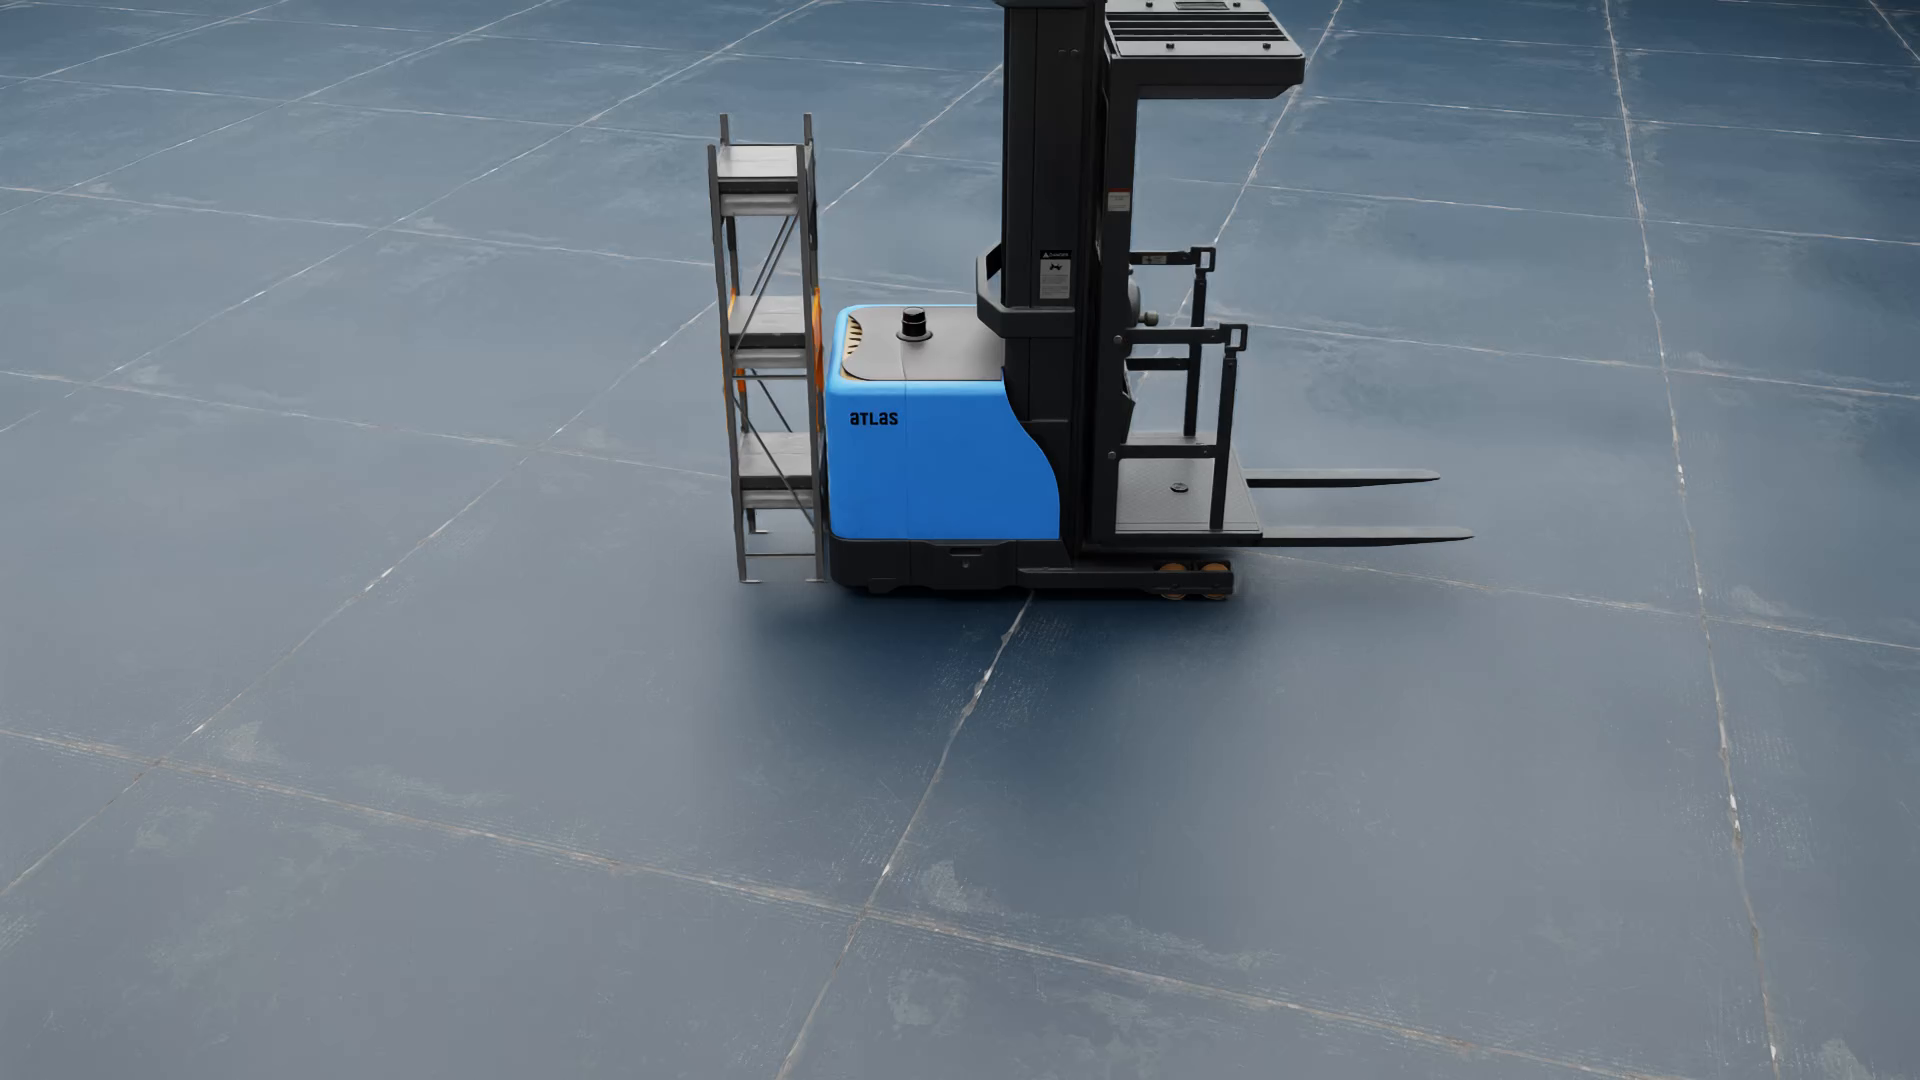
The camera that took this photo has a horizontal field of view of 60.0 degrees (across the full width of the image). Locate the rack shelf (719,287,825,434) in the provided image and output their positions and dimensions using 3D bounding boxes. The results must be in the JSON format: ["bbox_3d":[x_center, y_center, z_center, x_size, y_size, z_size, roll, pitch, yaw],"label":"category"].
[{"bbox_3d":[-0.849,-0.823,7.598,0.431,0.518,0.480,-1,29,-1],"label":"rack shelf"}]

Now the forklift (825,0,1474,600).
[{"bbox_3d":[0.905,-1.262,7.504,3.031,2.935,1.130,0,29,0],"label":"forklift"}]

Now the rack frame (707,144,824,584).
[{"bbox_3d":[-0.844,-0.717,7.379,0.400,2.100,0.015,-1,29,-1],"label":"rack frame"}]

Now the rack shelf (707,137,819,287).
[{"bbox_3d":[-0.849,-1.435,7.258,0.431,0.518,0.480,-1,29,-1],"label":"rack shelf"}]

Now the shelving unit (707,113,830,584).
[{"bbox_3d":[-0.849,-0.835,7.592,0.431,2.100,0.503,-1,29,-1],"label":"shelving unit"}]

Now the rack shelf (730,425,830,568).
[{"bbox_3d":[-0.849,-0.212,7.939,0.431,0.518,0.480,-1,29,-1],"label":"rack shelf"}]

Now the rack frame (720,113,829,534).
[{"bbox_3d":[-0.853,-0.954,7.805,0.400,2.100,0.015,-1,29,-1],"label":"rack frame"}]
